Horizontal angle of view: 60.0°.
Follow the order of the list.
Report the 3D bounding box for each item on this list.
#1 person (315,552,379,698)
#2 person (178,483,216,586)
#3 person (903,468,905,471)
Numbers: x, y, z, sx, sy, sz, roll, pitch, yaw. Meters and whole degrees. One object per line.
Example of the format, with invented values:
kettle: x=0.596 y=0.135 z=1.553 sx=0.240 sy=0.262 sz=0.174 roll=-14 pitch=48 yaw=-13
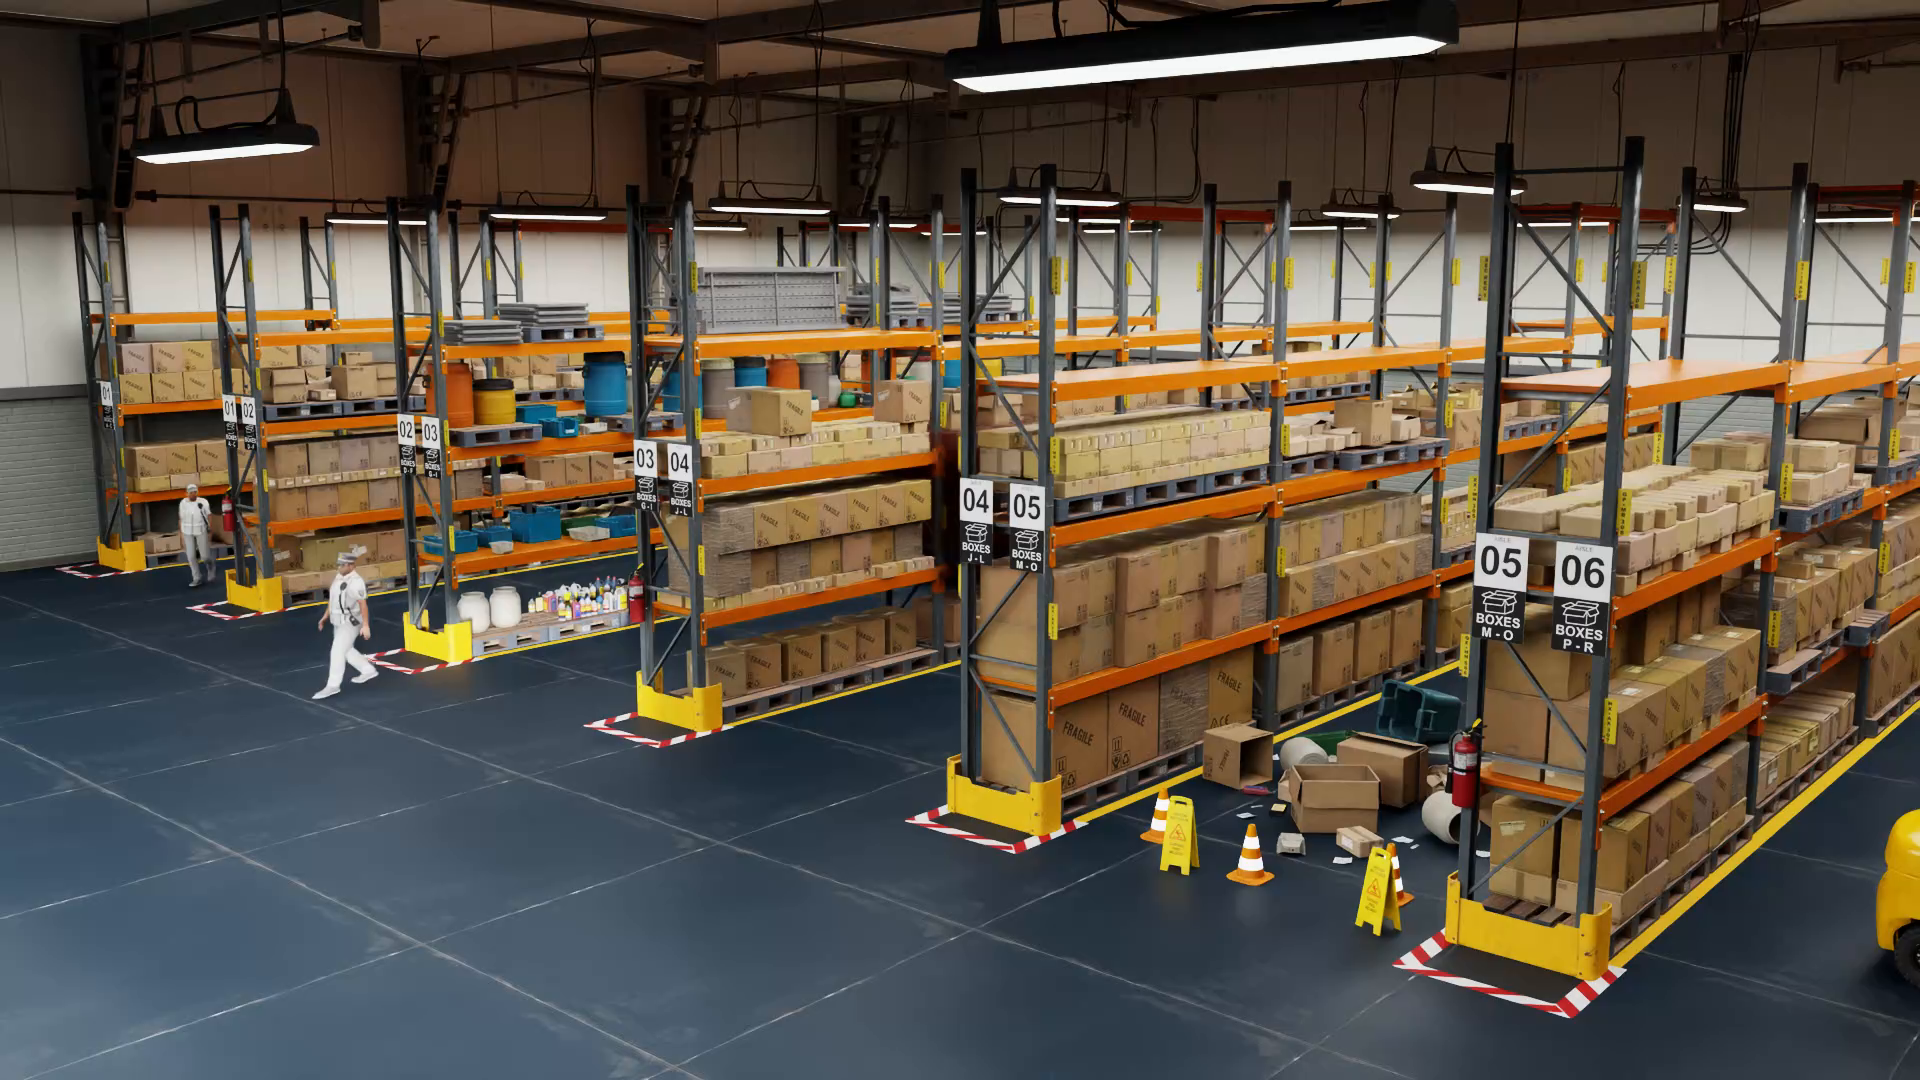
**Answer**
person: x=-7.438 y=0.995 z=20.125 sx=0.634 sy=1.735 sz=0.859 roll=8 pitch=12 yaw=40
person: x=-12.290 y=-0.102 z=26.778 sx=0.475 sy=1.651 sz=0.495 roll=-1 pitch=10 yaw=-4
person: x=-0.984 y=-2.001 z=38.527 sx=0.921 sy=1.568 sz=0.556 roll=2 pitch=10 yaw=9
